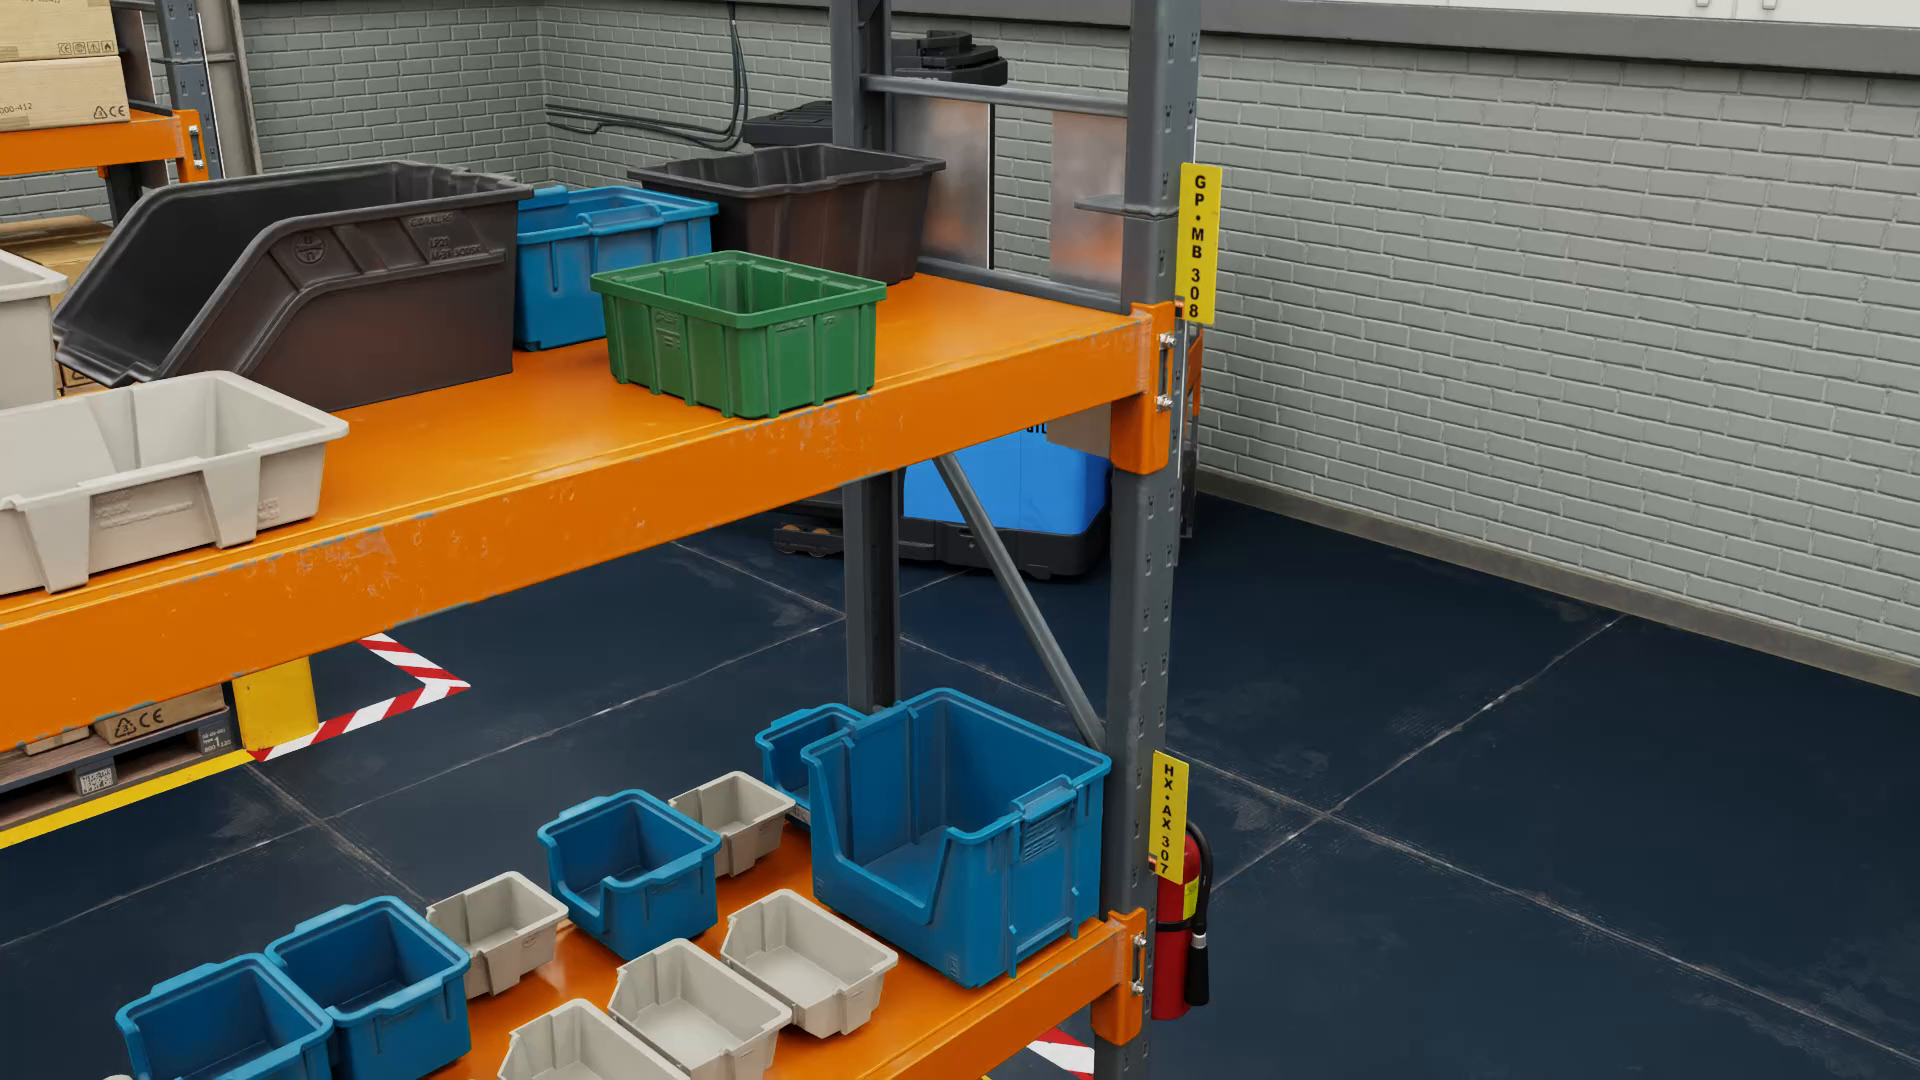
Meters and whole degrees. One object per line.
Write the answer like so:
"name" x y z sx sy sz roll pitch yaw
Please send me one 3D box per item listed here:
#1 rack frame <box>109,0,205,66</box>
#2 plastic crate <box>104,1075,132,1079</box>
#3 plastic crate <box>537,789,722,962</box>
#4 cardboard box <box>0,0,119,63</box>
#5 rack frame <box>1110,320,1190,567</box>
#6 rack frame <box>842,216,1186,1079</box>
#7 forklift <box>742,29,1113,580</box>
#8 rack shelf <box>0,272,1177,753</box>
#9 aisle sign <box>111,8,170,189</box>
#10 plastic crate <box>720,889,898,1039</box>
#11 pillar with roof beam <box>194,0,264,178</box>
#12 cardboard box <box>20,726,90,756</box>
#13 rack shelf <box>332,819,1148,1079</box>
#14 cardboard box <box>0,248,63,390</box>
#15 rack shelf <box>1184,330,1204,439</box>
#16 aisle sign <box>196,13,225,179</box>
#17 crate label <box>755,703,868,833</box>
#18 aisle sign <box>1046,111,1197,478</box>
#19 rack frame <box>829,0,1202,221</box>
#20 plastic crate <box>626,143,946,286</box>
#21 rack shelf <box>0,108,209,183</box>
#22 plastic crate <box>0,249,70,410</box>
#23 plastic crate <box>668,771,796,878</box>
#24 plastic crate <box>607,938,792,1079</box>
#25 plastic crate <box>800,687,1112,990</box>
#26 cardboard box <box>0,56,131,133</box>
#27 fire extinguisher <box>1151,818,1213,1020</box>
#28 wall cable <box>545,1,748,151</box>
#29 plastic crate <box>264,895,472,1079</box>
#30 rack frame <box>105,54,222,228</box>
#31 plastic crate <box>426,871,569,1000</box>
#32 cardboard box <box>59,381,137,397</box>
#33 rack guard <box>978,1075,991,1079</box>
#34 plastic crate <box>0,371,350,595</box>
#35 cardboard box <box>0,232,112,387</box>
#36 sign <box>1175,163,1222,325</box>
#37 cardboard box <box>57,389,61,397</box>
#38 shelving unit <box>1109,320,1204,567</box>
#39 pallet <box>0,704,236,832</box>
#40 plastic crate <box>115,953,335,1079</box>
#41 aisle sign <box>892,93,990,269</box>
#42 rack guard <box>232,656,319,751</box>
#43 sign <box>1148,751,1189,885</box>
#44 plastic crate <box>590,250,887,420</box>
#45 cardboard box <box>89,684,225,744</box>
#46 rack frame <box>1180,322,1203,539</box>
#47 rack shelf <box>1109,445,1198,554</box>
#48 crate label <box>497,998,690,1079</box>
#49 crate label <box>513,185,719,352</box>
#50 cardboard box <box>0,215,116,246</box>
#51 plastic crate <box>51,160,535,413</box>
"rack frame" -3.458 -3.438 6.476 1.000 3.000 0.127 19 28 41
"plastic crate" -1.703 1.204 3.046 0.293 0.136 0.466 19 28 41
"plastic crate" -0.779 0.804 3.953 0.416 0.233 0.300 19 28 41
"cardboard box" -3.634 -2.005 6.442 0.500 0.250 0.500 19 28 41
"rack frame" 1.074 -0.845 9.345 0.400 2.100 0.015 6 22 16
"rack frame" 0.088 0.603 4.325 1.000 3.000 0.127 19 28 41
"forklift" -0.595 -1.438 9.730 3.031 2.935 1.130 7 22 17
"rack shelf" -1.307 0.053 2.578 1.077 0.370 4.000 19 28 41
"aisle sign" -3.621 -1.942 7.323 0.394 0.787 0.004 19 28 41
"plastic crate" -0.351 0.953 3.698 0.396 0.136 0.243 19 28 41
"pillar with roof beam" -2.662 -4.510 9.265 9.100 9.000 0.400 19 28 41
"cardboard box" -4.008 0.763 7.246 0.380 0.166 0.250 19 28 41
"rack shelf" -1.307 1.453 3.116 1.077 0.370 4.000 19 28 41
"cardboard box" -3.923 -0.838 6.540 0.500 0.500 0.500 -19 28 -41
"rack shelf" 1.145 -0.916 9.568 0.431 0.518 0.480 6 22 16
"aisle sign" -3.191 -1.792 6.932 0.394 0.787 0.004 19 28 41
"crate label" -0.320 0.634 4.393 0.416 0.233 0.303 19 28 41
"aisle sign" 0.349 -0.556 3.716 0.394 0.787 0.004 19 28 41
"rack frame" 0.088 -2.197 3.248 1.000 3.000 0.127 19 28 41
"plastic crate" -0.380 -0.707 3.734 0.497 0.269 0.590 19 28 41
"rack shelf" -4.853 -1.188 5.806 1.077 0.370 4.000 19 28 41
"plastic crate" -1.679 -0.249 2.526 0.437 0.282 0.530 19 28 41
"plastic crate" -0.603 0.741 4.250 0.250 0.136 0.298 19 28 41
"plastic crate" -0.563 1.024 3.513 0.396 0.136 0.243 19 28 41
"plastic crate" -0.011 0.691 3.962 0.616 0.435 0.499 19 28 41
"cardboard box" -3.627 -1.770 6.526 0.500 0.250 0.500 19 28 41
"fire extinguisher" 0.519 0.888 4.210 0.296 0.674 0.183 19 28 41
"wall cable" -2.808 -4.592 13.806 3.097 2.526 0.112 19 28 41
"plastic crate" -1.238 0.973 3.513 0.416 0.233 0.300 19 28 41
"rack frame" -3.458 -0.638 7.553 1.000 3.000 0.127 19 28 41
"plastic crate" -1.076 0.915 3.796 0.250 0.136 0.298 19 28 41
"cardboard box" -3.575 -0.501 7.058 0.500 0.500 0.500 -19 28 -40
"rack guard" 0.096 1.760 4.798 1.175 0.500 0.348 19 28 41
"plastic crate" -1.175 -0.081 2.290 0.437 0.136 0.530 19 28 41
"cardboard box" -3.571 -0.968 6.878 0.500 0.500 0.500 19 28 40
"sign" 0.494 -0.615 3.458 0.100 0.325 0.005 19 28 41
"cardboard box" -3.935 -0.367 6.709 0.500 0.500 0.500 20 28 41
"shelving unit" 1.145 -0.928 9.563 0.431 2.100 0.503 6 22 16
"pallet" -4.066 0.889 7.468 1.003 0.211 1.213 19 28 41
"plastic crate" -1.448 1.050 3.312 0.416 0.233 0.300 19 28 41
"aisle sign" -0.074 -0.703 4.100 0.394 0.787 0.004 19 28 41
"rack guard" -3.511 0.549 7.950 1.175 0.500 0.348 19 28 41
"sign" 0.494 0.660 3.948 0.100 0.325 0.005 19 28 41
"plastic crate" -0.395 -0.373 2.979 0.450 0.188 0.336 19 28 41
"cardboard box" -3.661 0.525 7.398 0.500 0.500 0.500 19 28 41
"rack frame" 1.216 -1.012 9.781 0.400 2.100 0.015 6 22 16
"rack shelf" 1.145 -0.262 9.819 0.431 0.518 0.480 6 22 16
"crate label" -0.740 1.102 3.311 0.396 0.136 0.243 19 28 41
"crate label" -0.787 -0.571 3.406 0.408 0.251 0.502 19 28 41
"cardboard box" -3.956 -1.103 7.230 0.500 0.500 0.500 -19 28 -40
"plastic crate" -1.174 -0.444 2.955 0.504 0.338 0.767 19 28 41
